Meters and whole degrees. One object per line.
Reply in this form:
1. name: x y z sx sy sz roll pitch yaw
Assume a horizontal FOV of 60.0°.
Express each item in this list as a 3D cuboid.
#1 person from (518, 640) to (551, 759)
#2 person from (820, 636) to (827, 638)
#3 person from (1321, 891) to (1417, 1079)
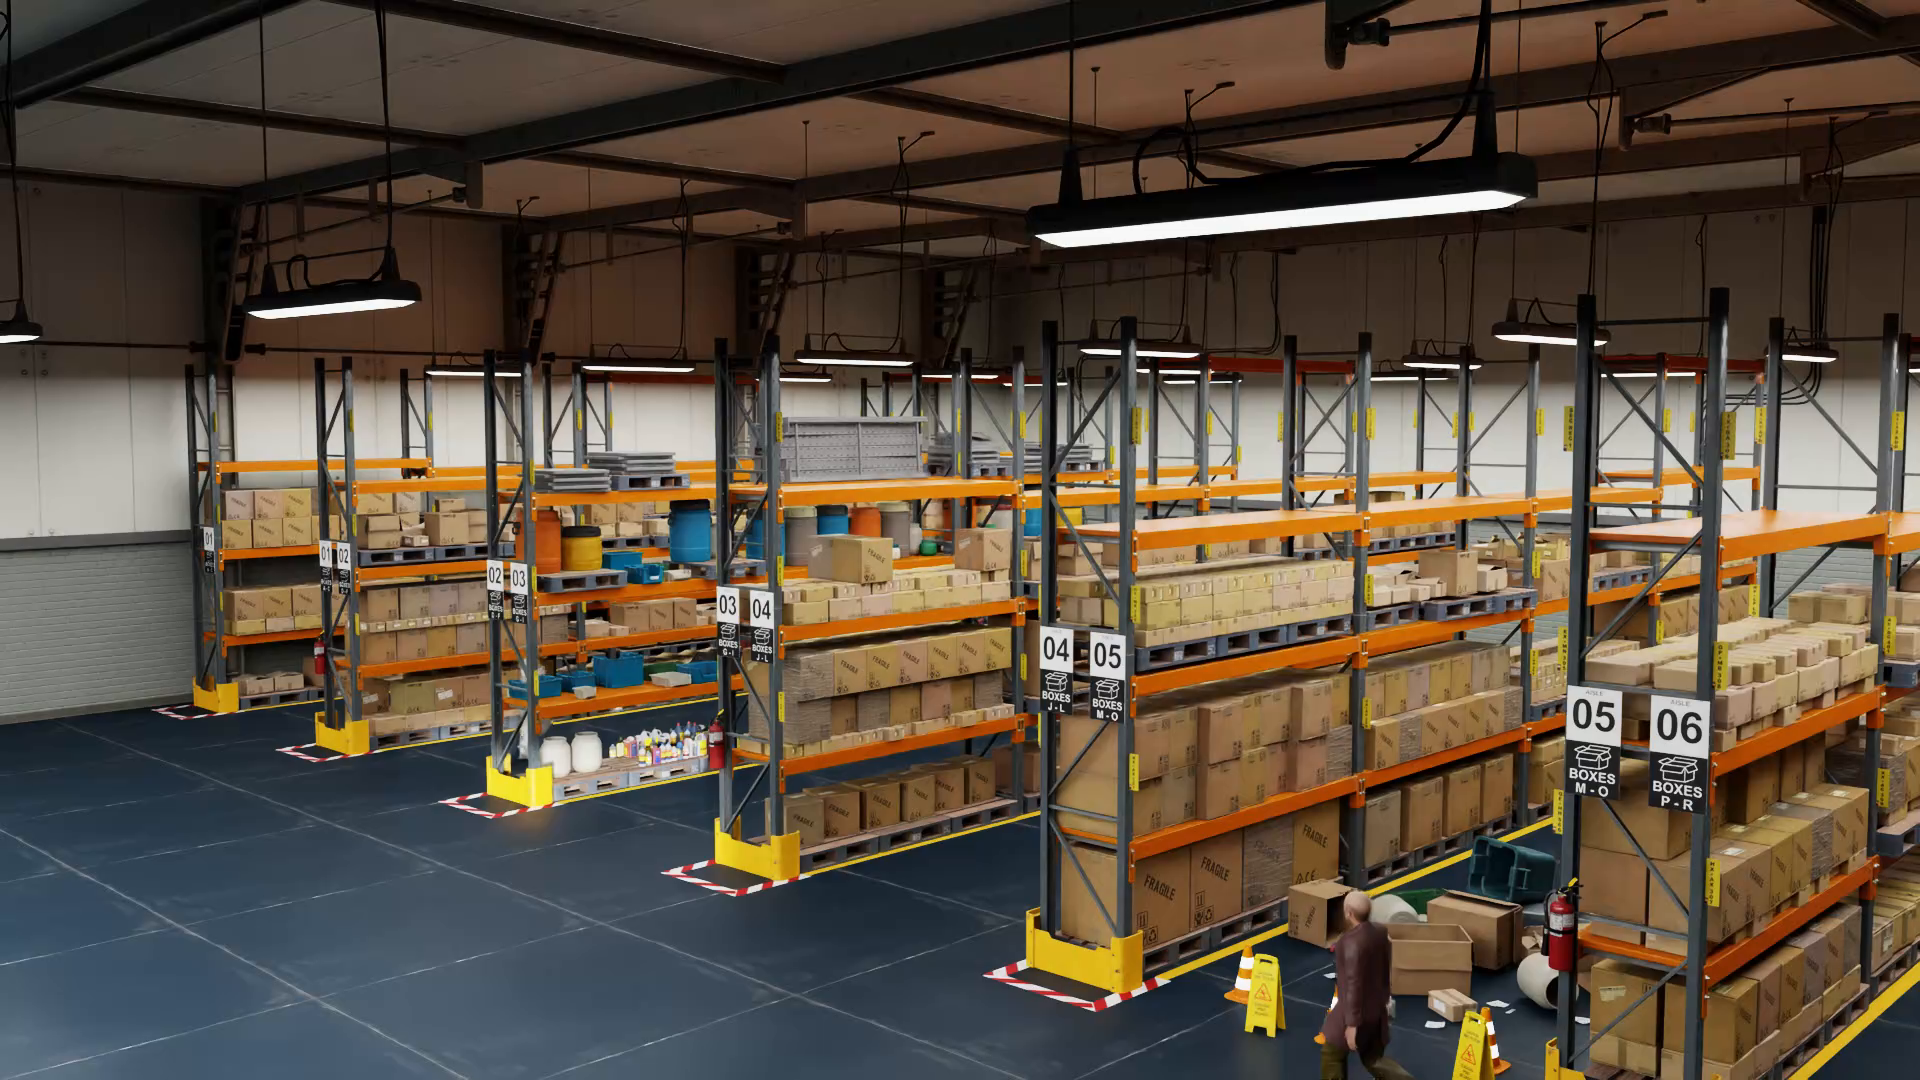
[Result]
1. person: -6.405 2.383 24.787 0.512 1.754 0.594 -3 5 -36
2. person: -2.610 1.807 30.532 0.580 1.671 0.595 -3 5 -33
3. person: 2.935 3.375 11.872 0.989 1.741 0.638 3 5 37
